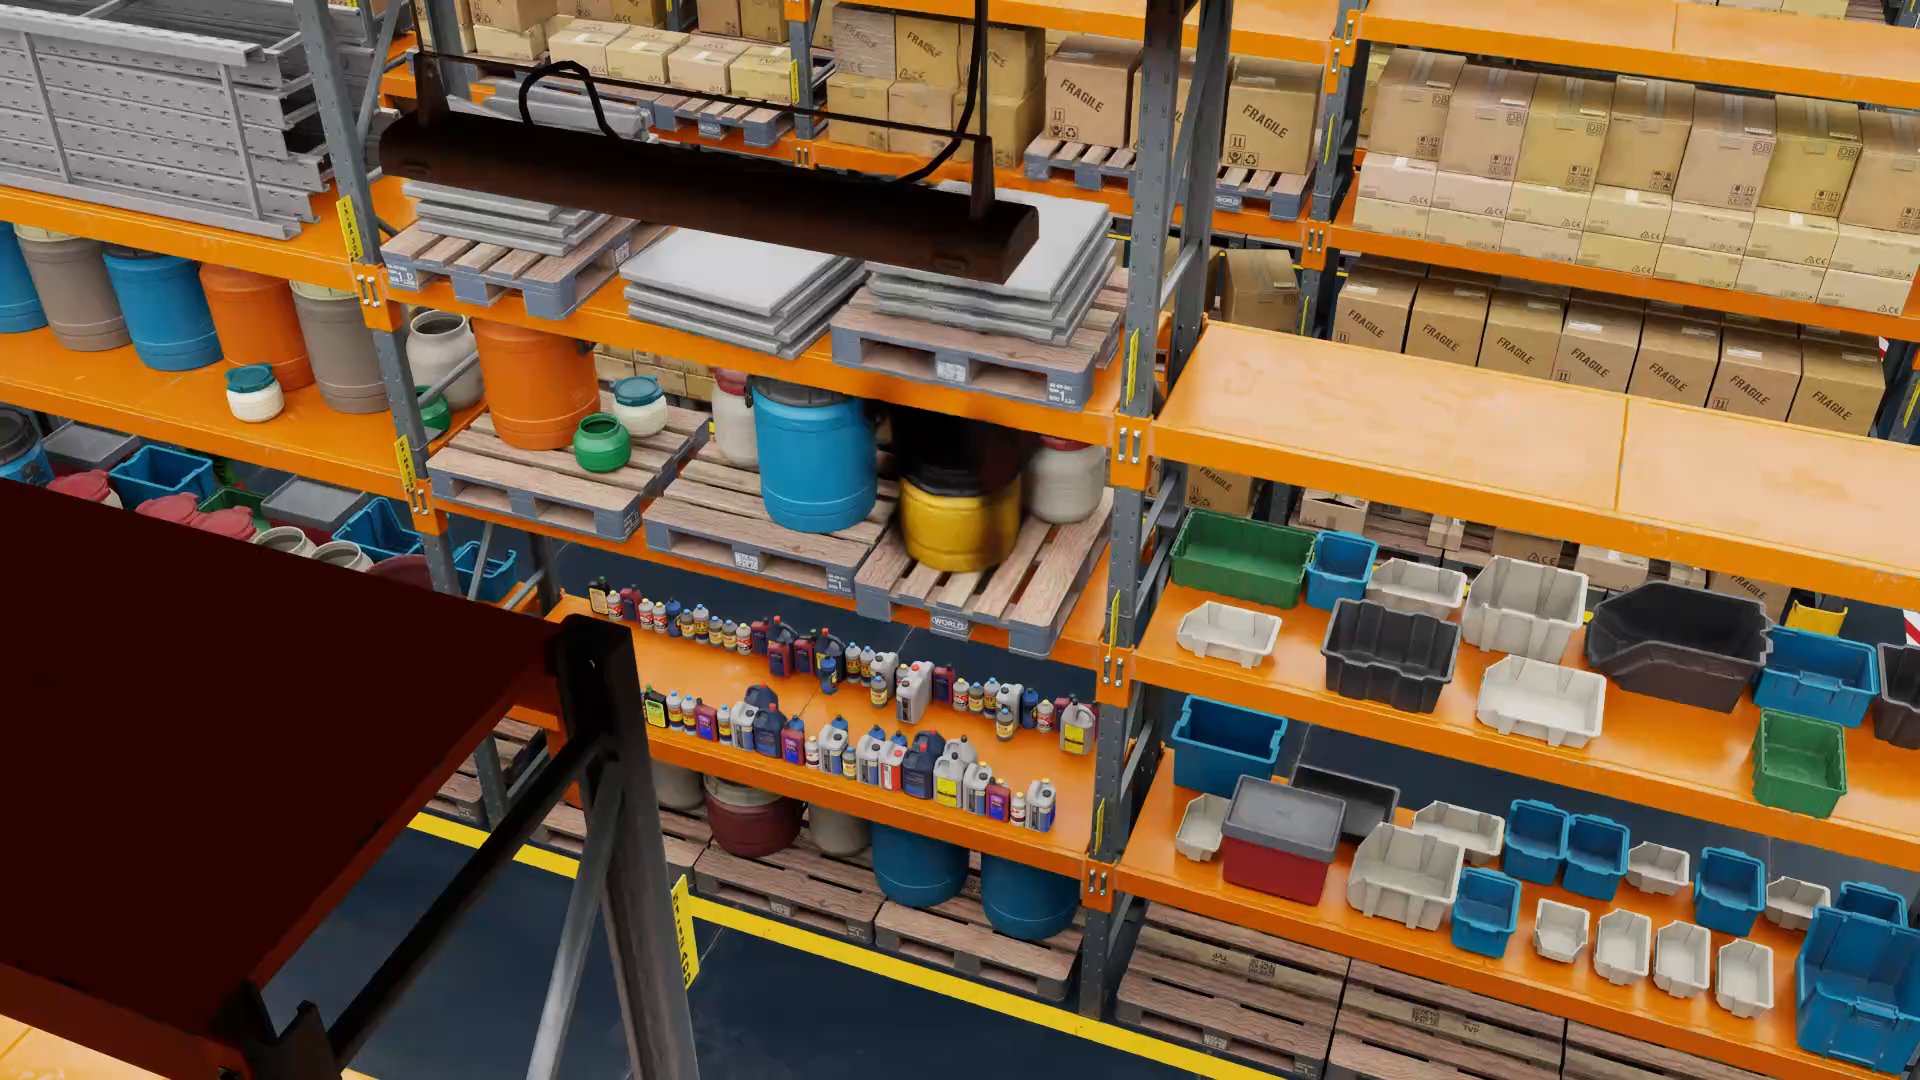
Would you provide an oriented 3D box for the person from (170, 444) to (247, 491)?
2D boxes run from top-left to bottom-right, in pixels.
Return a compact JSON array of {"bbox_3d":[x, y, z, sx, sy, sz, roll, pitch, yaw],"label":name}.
[{"bbox_3d":[-6.005,-0.886,13.088,0.623,1.757,0.685,17,40,22],"label":"person"}]
